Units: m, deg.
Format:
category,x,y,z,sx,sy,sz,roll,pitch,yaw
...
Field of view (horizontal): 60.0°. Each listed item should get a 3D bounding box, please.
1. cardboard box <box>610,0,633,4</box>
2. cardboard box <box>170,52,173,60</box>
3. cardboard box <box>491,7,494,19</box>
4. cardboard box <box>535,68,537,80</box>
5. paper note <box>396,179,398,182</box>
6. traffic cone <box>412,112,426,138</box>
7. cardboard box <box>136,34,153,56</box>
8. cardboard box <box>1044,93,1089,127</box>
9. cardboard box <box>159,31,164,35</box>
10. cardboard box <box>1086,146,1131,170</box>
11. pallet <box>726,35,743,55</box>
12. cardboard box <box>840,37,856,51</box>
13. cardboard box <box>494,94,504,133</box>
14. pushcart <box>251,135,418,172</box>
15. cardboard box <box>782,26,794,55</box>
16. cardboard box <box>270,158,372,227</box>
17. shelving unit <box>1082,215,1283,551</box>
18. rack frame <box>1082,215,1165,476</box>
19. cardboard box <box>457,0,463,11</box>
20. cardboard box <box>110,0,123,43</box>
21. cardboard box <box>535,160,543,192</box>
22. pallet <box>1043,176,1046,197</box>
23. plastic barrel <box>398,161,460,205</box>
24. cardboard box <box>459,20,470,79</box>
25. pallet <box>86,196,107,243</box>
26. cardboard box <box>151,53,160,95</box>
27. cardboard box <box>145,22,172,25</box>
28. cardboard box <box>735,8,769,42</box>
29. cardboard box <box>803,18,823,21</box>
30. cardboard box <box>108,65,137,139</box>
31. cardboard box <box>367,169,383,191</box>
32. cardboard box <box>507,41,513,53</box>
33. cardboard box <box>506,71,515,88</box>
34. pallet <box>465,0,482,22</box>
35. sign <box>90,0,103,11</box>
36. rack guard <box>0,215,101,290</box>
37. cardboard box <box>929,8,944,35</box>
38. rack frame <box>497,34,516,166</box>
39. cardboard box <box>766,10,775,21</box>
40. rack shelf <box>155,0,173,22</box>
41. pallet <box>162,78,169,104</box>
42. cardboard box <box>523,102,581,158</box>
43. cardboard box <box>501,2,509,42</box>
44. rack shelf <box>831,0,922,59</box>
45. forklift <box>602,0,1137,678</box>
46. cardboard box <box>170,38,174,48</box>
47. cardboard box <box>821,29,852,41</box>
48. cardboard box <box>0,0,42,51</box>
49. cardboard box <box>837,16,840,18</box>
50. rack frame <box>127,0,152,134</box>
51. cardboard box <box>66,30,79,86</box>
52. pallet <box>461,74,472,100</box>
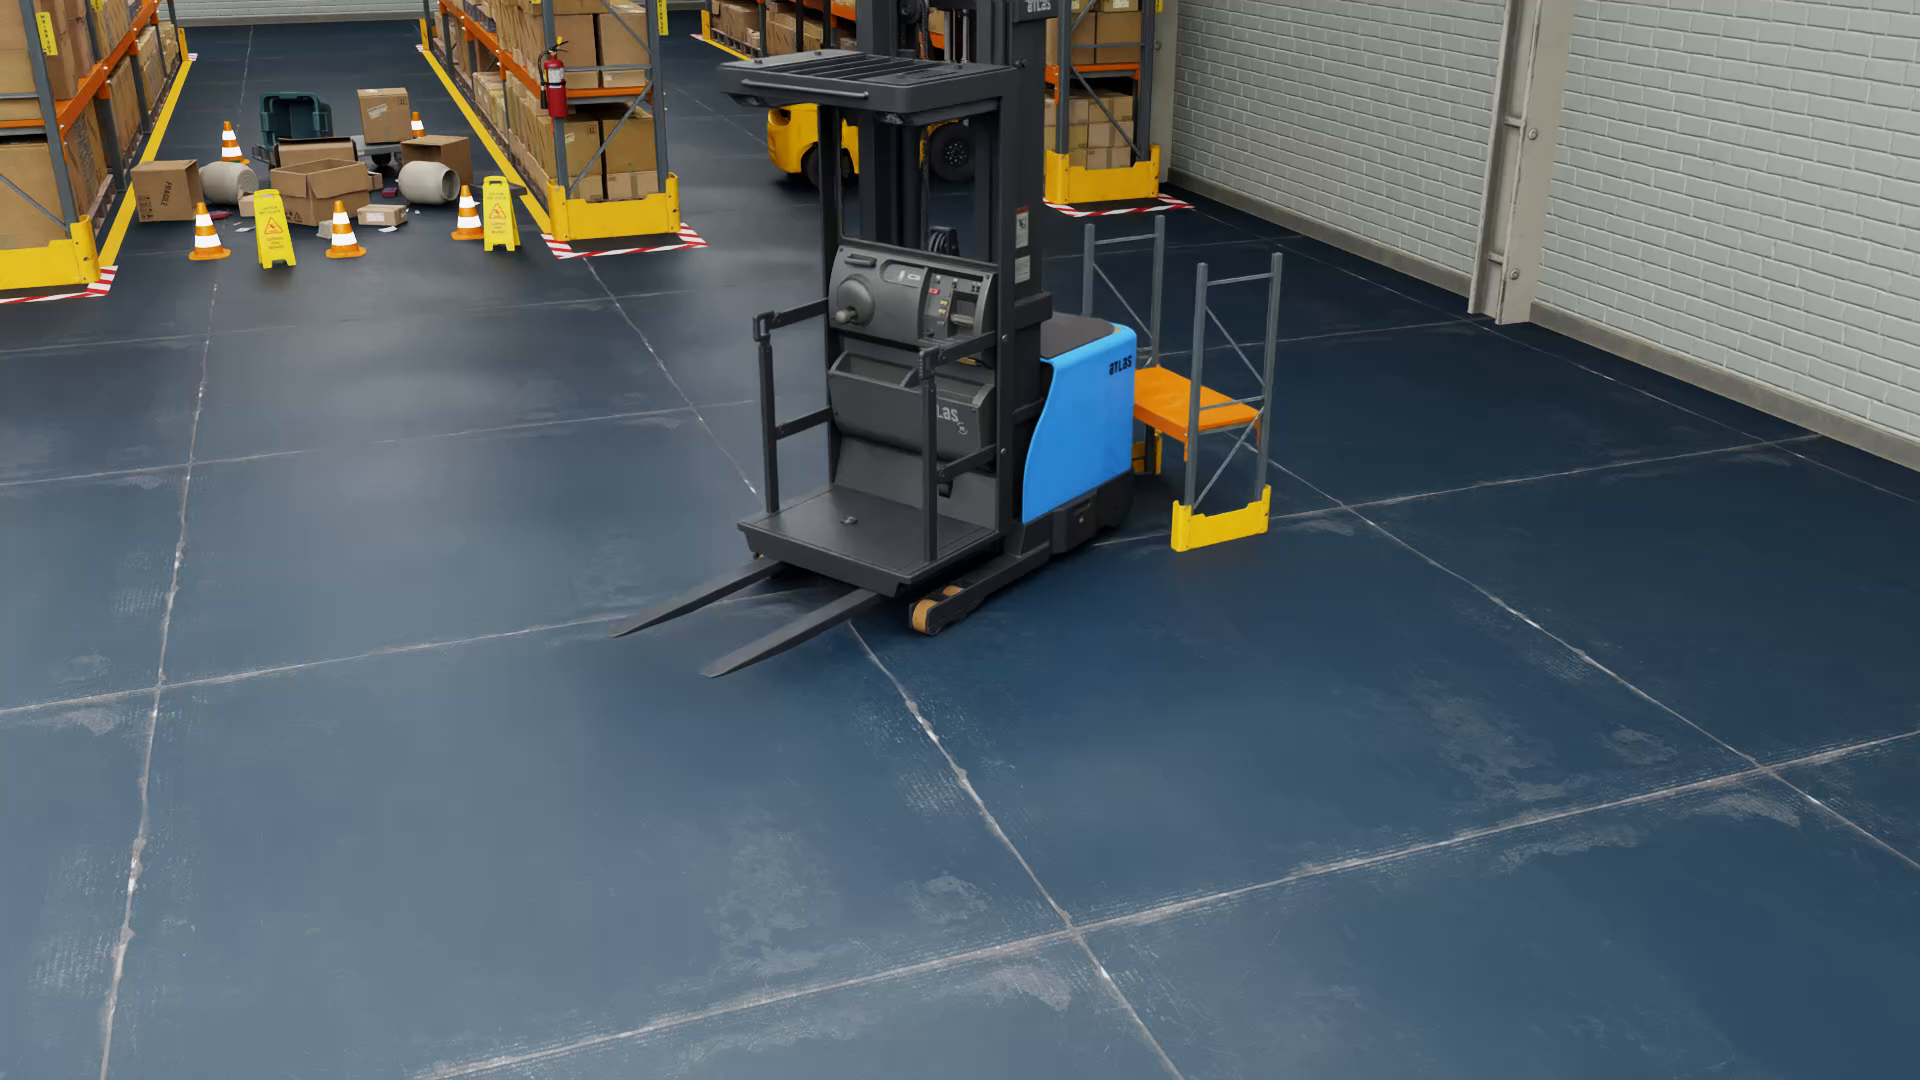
category,x,y,z,sx,sy,sz,roll,pitch,yaw
cardboard box,-3.465,-4.998,16.234,0.500,0.500,0.500,-9,24,-20
cardboard box,-12.532,-7.585,26.014,0.380,0.149,0.250,-8,24,-18
cardboard box,-5.119,-6.010,18.931,0.380,0.149,0.250,-9,25,-21
cardboard box,-3.786,-4.395,15.640,0.380,0.149,0.250,-9,24,-20
paper note,-6.012,-3.890,17.941,0.148,0.019,0.142,-8,24,-19
traffic cone,-6.351,-4.775,19.482,0.336,0.463,0.334,-8,24,-19
cardboard box,-11.155,-6.649,22.375,0.500,0.250,0.500,-9,25,-21
cardboard box,0.998,-4.426,17.101,0.500,0.250,0.500,-8,24,-17
cardboard box,-12.480,-7.755,25.651,0.380,0.149,0.250,-8,24,-19
cardboard box,1.462,-4.046,17.487,0.500,0.250,0.500,-8,24,-19
pallet,-3.463,-8.683,29.080,1.003,0.211,1.213,-8,24,-19
cardboard box,-1.166,-6.692,23.281,0.875,0.625,0.625,-8,24,-17
cardboard box,-5.048,-5.119,19.875,0.950,0.372,0.625,-7,24,-16
pushcart,-6.718,-4.146,18.100,1.648,0.377,0.936,-18,29,-37
cardboard box,-2.457,-7.735,25.918,0.500,0.500,0.500,-9,25,-21
cardboard box,-6.179,-3.372,16.103,0.637,0.503,0.797,12,26,27
shelving unit,1.133,-0.869,8.881,0.587,1.500,1.083,-12,26,-26
rack frame,0.896,-1.040,9.285,0.500,1.500,0.032,-12,26,-26
cardboard box,-6.437,-7.218,22.205,0.500,0.250,0.500,-9,25,-21
cardboard box,-9.664,-5.793,18.504,0.500,0.500,0.500,-8,24,-18
cardboard box,-3.903,-3.604,16.439,0.500,0.250,0.500,-8,24,-19
pallet,1.143,-3.901,17.734,1.003,0.211,1.213,-8,24,-19
plastic barrel,-5.336,-3.587,16.716,0.512,0.421,0.421,8,24,18
cardboard box,-6.809,-7.265,24.320,0.875,0.875,0.875,-8,24,-17
pallet,-8.568,-2.953,15.485,1.003,0.211,1.213,-8,24,-19
cardboard box,-11.169,-6.310,22.536,0.500,0.500,0.500,-9,24,-20
cardboard box,-13.013,-8.326,27.006,0.380,0.149,0.250,-8,24,-18
cardboard box,-3.440,-8.841,28.542,0.700,0.500,0.500,-9,25,-21
cardboard box,-2.266,-7.888,25.446,0.380,0.149,0.250,-8,24,-19
cardboard box,-10.168,-5.029,19.175,1.050,0.750,0.750,-8,24,-18
cardboard box,-6.323,-3.835,17.506,0.396,0.266,0.258,12,26,27
cardboard box,-4.654,-5.326,17.848,0.380,0.149,0.250,-8,24,-17
cardboard box,-4.659,-4.951,17.833,0.380,0.149,0.250,-8,24,-18
pallet,-5.664,-6.806,21.282,1.213,0.211,1.003,-8,24,-19
sign,-8.679,-5.481,16.676,0.100,0.325,0.005,-8,24,-19
rack guard,-7.776,-2.355,13.694,1.175,0.500,0.348,-8,24,-19
cardboard box,-0.048,-6.217,19.509,0.500,0.500,0.500,-9,24,-20
rack frame,-4.603,-5.685,18.376,1.000,3.000,0.127,-8,24,-19
cardboard box,-2.909,-8.448,26.774,0.380,0.149,0.250,-7,24,-16
rack shelf,-12.731,-8.271,25.438,1.077,0.370,4.000,-8,24,-19
pallet,-11.748,-6.308,23.445,1.003,0.211,1.213,-8,24,-19
cardboard box,-4.076,-4.133,16.727,0.500,0.500,0.500,-9,24,-20
cardboard box,-4.509,-5.491,17.404,0.500,0.500,0.500,-8,24,-19
rack shelf,-0.667,-6.763,21.859,1.077,0.370,4.000,-8,24,-19
forklift,-0.366,-1.125,7.645,1.130,2.935,3.031,17,28,34
cardboard box,-12.603,-7.819,26.186,0.380,0.149,0.250,-8,24,-18
cardboard box,-1.785,-7.306,24.065,0.380,0.149,0.250,-10,25,-22
cardboard box,-7.880,-4.223,13.323,0.875,0.550,0.550,-8,24,-19
cardboard box,-1.890,-8.056,25.845,0.380,0.149,0.250,-8,24,-18
rack frame,-10.611,-6.423,20.126,1.000,3.000,0.127,-8,24,-19
cardboard box,-8.479,-4.318,14.940,0.875,0.550,0.500,-8,24,-19
pallet,-6.651,-6.593,24.121,1.003,0.211,1.213,-8,24,-19
